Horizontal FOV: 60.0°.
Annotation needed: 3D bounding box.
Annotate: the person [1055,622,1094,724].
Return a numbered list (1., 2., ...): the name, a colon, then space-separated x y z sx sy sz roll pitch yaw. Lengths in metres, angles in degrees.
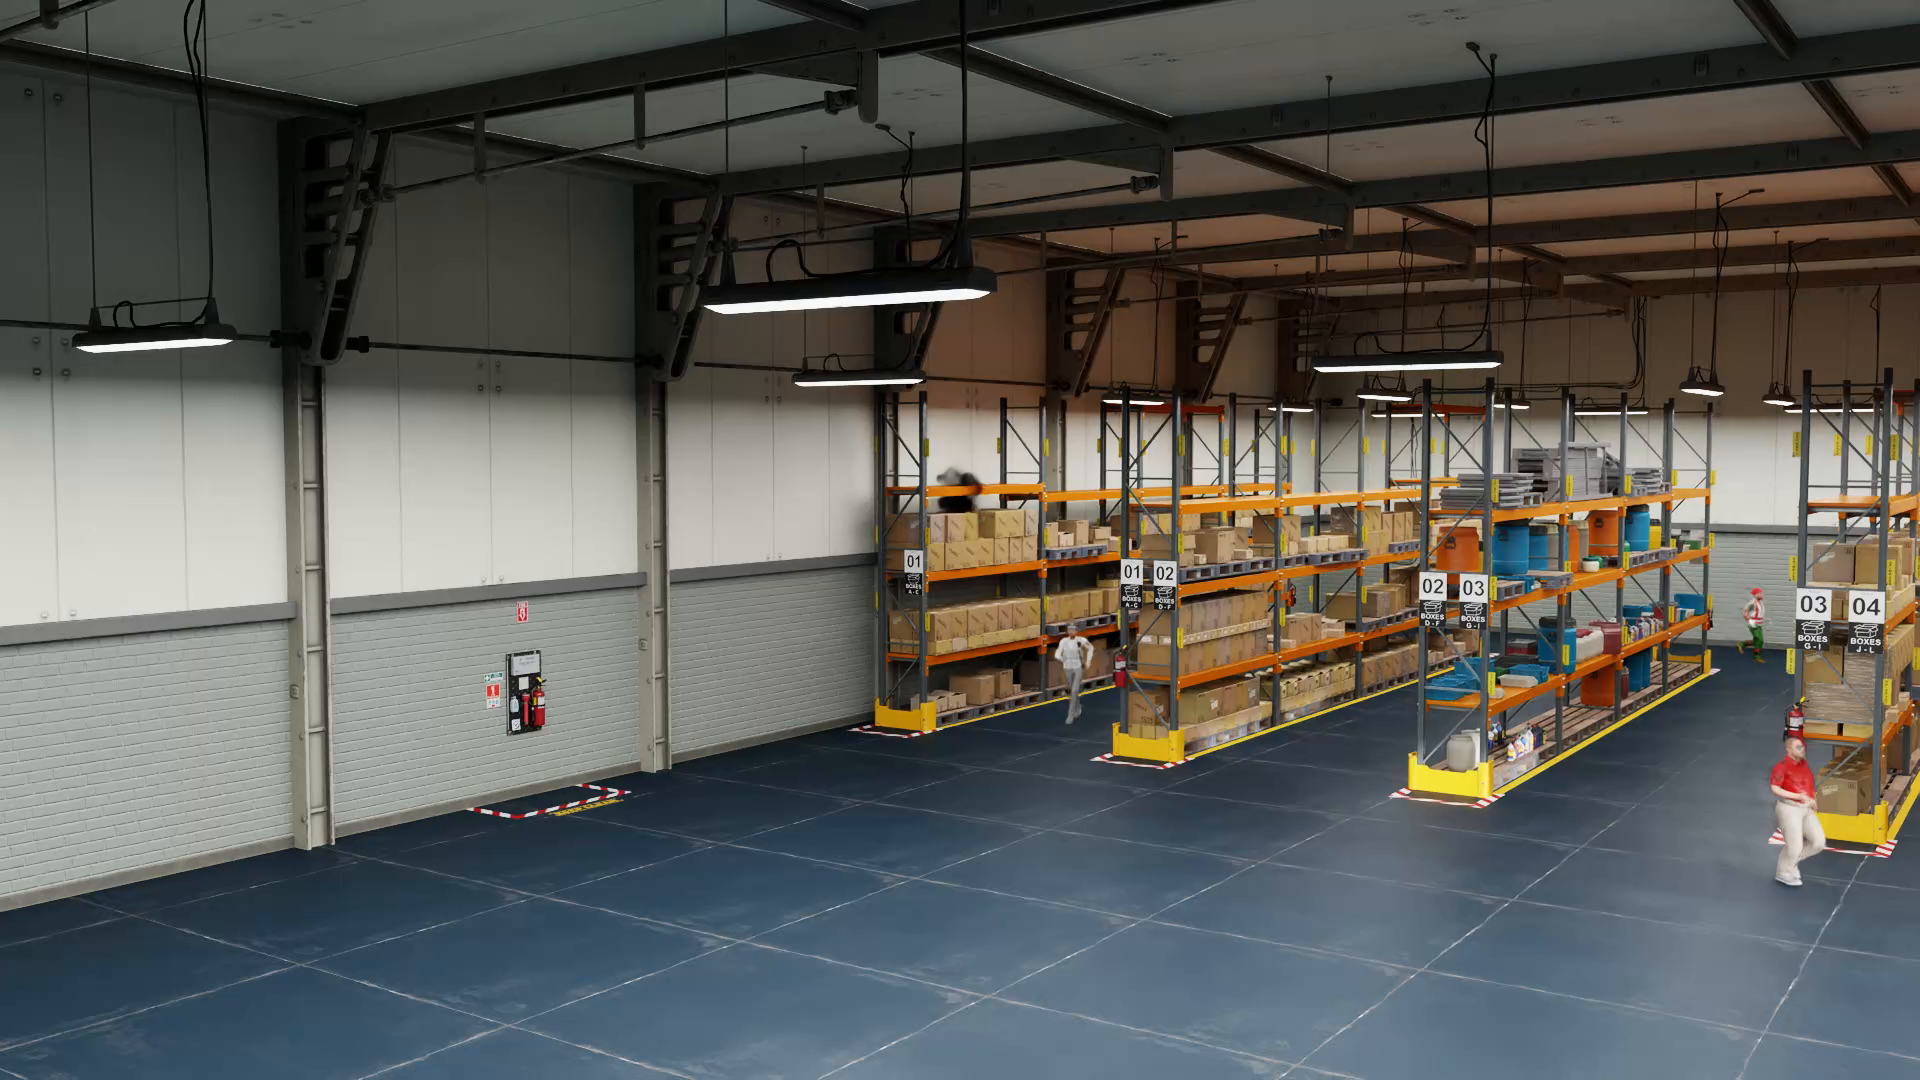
1. person: 1.974 2.275 28.898 0.645 1.732 0.874 1 3 18

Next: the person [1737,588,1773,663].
1. person: 18.505 1.979 38.888 0.638 1.737 0.759 -2 4 -35

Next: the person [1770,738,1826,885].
1. person: 9.573 3.100 18.930 0.649 1.680 0.598 -1 3 -23
